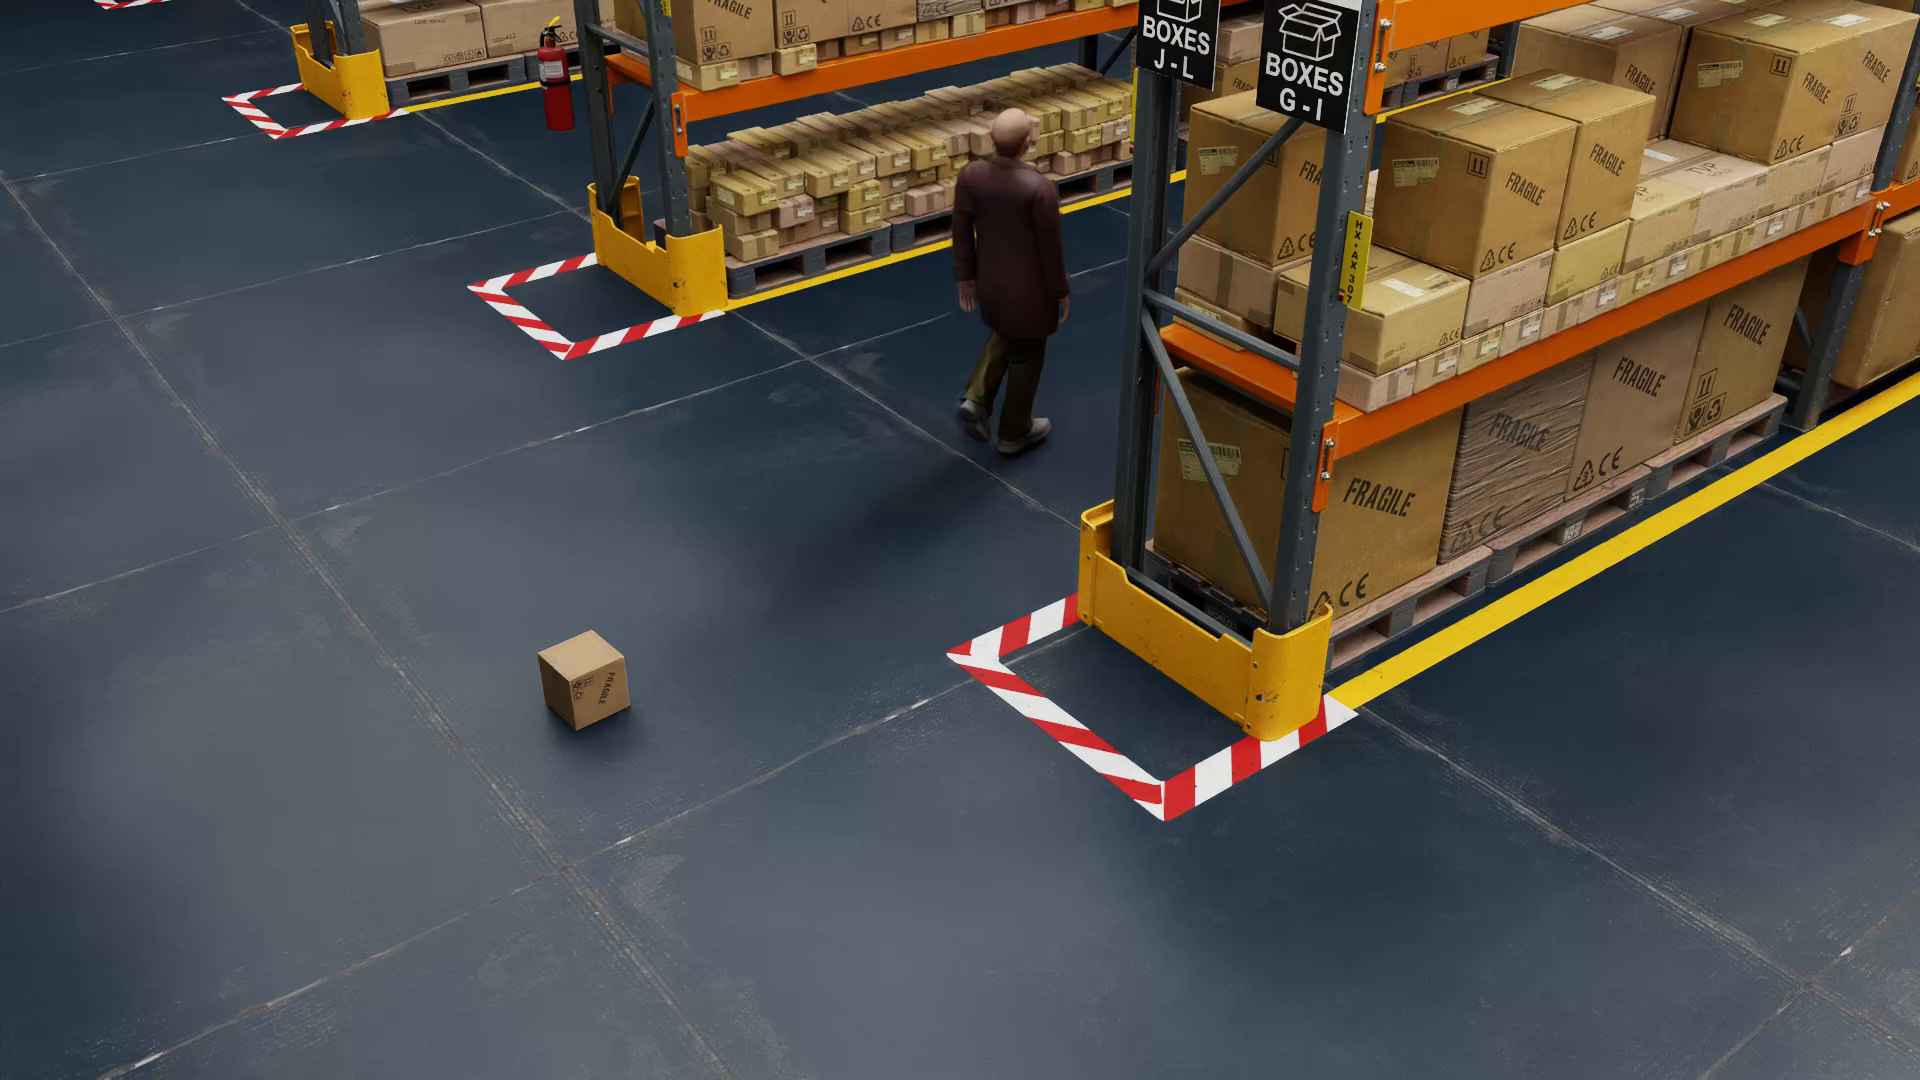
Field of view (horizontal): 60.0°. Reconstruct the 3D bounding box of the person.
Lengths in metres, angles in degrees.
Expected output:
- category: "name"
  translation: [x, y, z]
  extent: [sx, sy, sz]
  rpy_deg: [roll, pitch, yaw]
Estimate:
- category: "person"
  translation: [0.261, -1.244, 8.125]
  extent: [0.593, 1.780, 0.534]
  rpy_deg: [21, 37, 30]
